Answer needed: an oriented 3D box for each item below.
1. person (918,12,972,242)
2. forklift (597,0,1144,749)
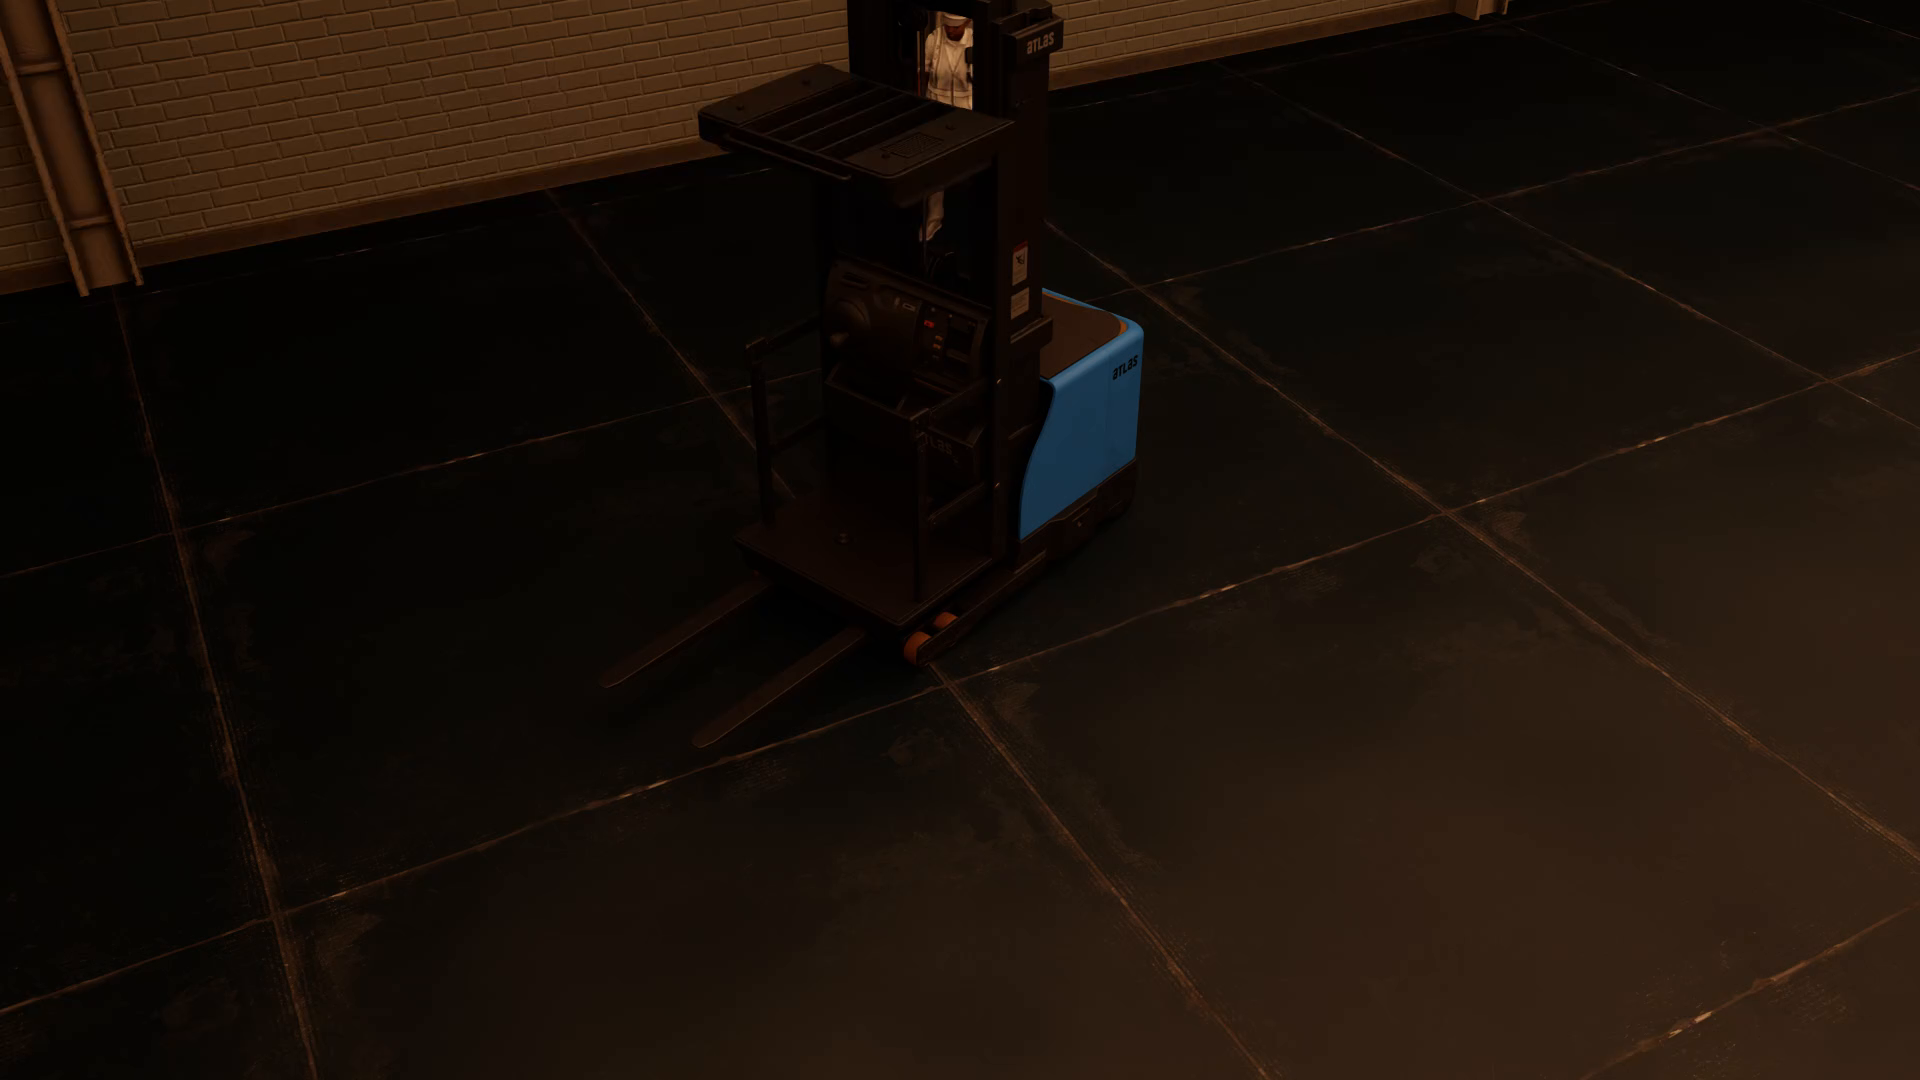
[{"bbox_3d":[-0.018,-2.866,11.285,0.599,1.666,0.427,3,35,4],"label":"person"},{"bbox_3d":[-0.390,-0.927,7.434,1.130,2.935,3.031,26,43,31],"label":"forklift"}]
